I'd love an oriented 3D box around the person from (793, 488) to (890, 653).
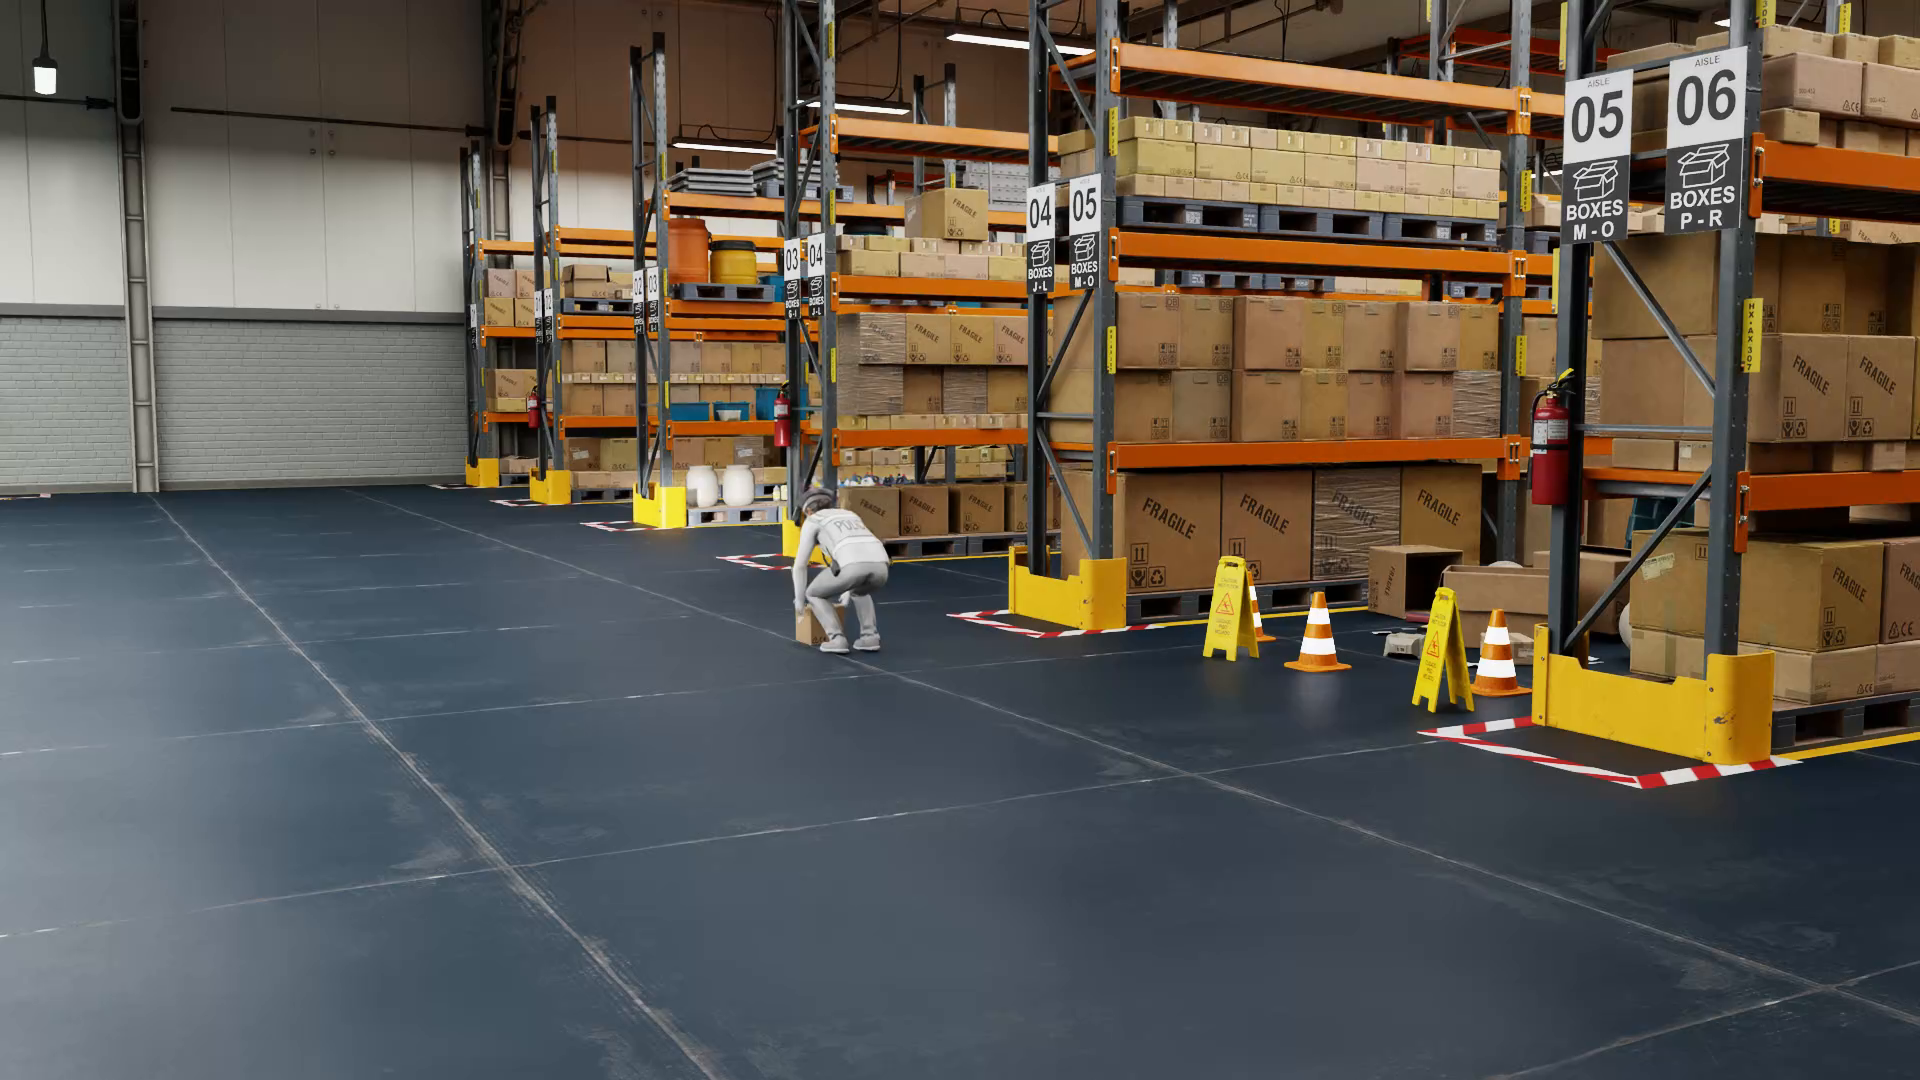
[{"bbox_3d":[-0.800,0.197,10.867,0.502,1.051,0.832,-3,6,-29],"label":"person"}]
